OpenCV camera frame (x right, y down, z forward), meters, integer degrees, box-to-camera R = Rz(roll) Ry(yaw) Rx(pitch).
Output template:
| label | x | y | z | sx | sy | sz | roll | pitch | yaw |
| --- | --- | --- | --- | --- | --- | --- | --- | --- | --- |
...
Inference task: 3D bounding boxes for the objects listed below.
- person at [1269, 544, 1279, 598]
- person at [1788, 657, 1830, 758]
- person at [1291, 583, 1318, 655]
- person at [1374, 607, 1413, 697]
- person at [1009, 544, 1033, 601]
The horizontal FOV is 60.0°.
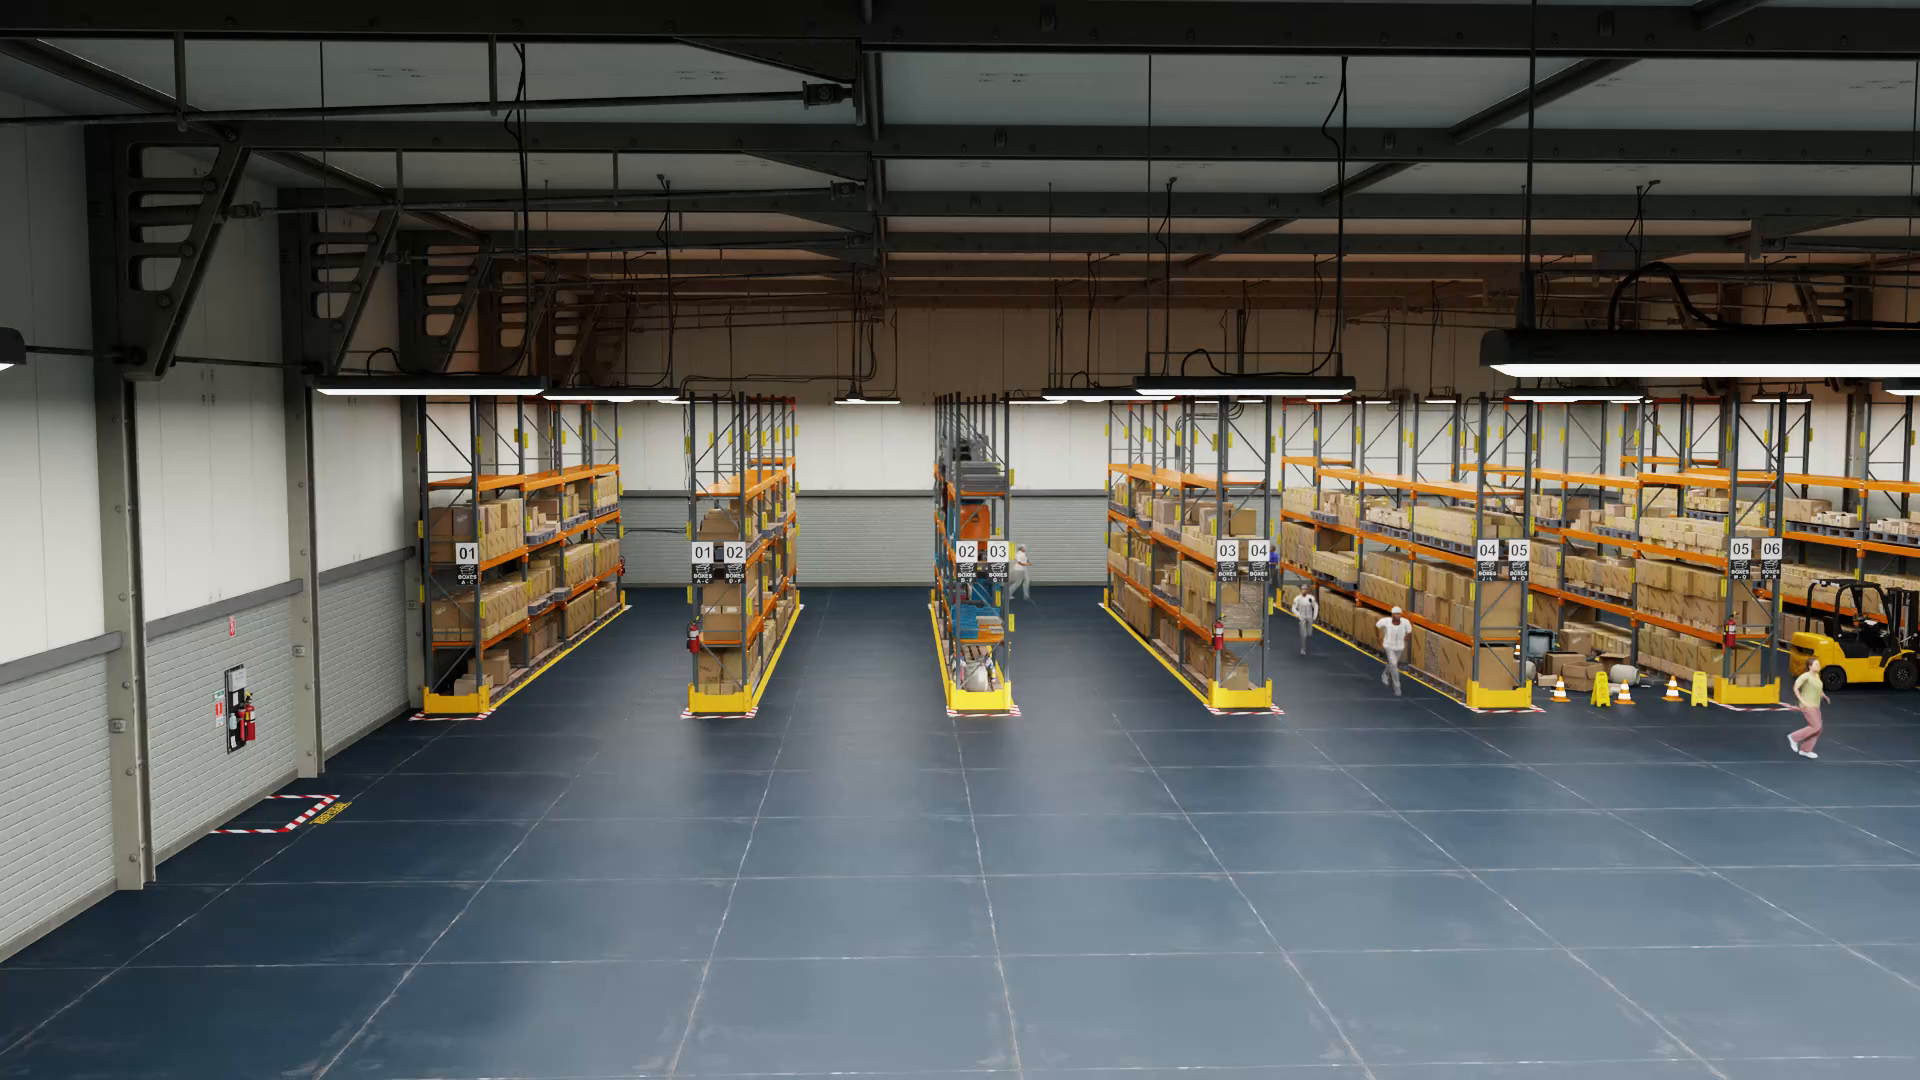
| label | x | y | z | sx | sy | sz | roll | pitch | yaw |
| --- | --- | --- | --- | --- | --- | --- | --- | --- | --- |
| person | 9.291 | 0.982 | 49.240 | 0.761 | 1.713 | 0.571 | -2 | 5 | -21 |
| person | 13.917 | 2.729 | 27.244 | 0.594 | 1.639 | 0.540 | -3 | 6 | -35 |
| person | 7.980 | 1.823 | 38.463 | 0.632 | 1.663 | 0.600 | 0 | 5 | 2 |
| person | 8.690 | 2.190 | 33.374 | 0.699 | 1.769 | 1.082 | -1 | 5 | -8 |
| person | 1.762 | 0.968 | 49.122 | 0.781 | 1.728 | 0.614 | 1 | 5 | 12 |
